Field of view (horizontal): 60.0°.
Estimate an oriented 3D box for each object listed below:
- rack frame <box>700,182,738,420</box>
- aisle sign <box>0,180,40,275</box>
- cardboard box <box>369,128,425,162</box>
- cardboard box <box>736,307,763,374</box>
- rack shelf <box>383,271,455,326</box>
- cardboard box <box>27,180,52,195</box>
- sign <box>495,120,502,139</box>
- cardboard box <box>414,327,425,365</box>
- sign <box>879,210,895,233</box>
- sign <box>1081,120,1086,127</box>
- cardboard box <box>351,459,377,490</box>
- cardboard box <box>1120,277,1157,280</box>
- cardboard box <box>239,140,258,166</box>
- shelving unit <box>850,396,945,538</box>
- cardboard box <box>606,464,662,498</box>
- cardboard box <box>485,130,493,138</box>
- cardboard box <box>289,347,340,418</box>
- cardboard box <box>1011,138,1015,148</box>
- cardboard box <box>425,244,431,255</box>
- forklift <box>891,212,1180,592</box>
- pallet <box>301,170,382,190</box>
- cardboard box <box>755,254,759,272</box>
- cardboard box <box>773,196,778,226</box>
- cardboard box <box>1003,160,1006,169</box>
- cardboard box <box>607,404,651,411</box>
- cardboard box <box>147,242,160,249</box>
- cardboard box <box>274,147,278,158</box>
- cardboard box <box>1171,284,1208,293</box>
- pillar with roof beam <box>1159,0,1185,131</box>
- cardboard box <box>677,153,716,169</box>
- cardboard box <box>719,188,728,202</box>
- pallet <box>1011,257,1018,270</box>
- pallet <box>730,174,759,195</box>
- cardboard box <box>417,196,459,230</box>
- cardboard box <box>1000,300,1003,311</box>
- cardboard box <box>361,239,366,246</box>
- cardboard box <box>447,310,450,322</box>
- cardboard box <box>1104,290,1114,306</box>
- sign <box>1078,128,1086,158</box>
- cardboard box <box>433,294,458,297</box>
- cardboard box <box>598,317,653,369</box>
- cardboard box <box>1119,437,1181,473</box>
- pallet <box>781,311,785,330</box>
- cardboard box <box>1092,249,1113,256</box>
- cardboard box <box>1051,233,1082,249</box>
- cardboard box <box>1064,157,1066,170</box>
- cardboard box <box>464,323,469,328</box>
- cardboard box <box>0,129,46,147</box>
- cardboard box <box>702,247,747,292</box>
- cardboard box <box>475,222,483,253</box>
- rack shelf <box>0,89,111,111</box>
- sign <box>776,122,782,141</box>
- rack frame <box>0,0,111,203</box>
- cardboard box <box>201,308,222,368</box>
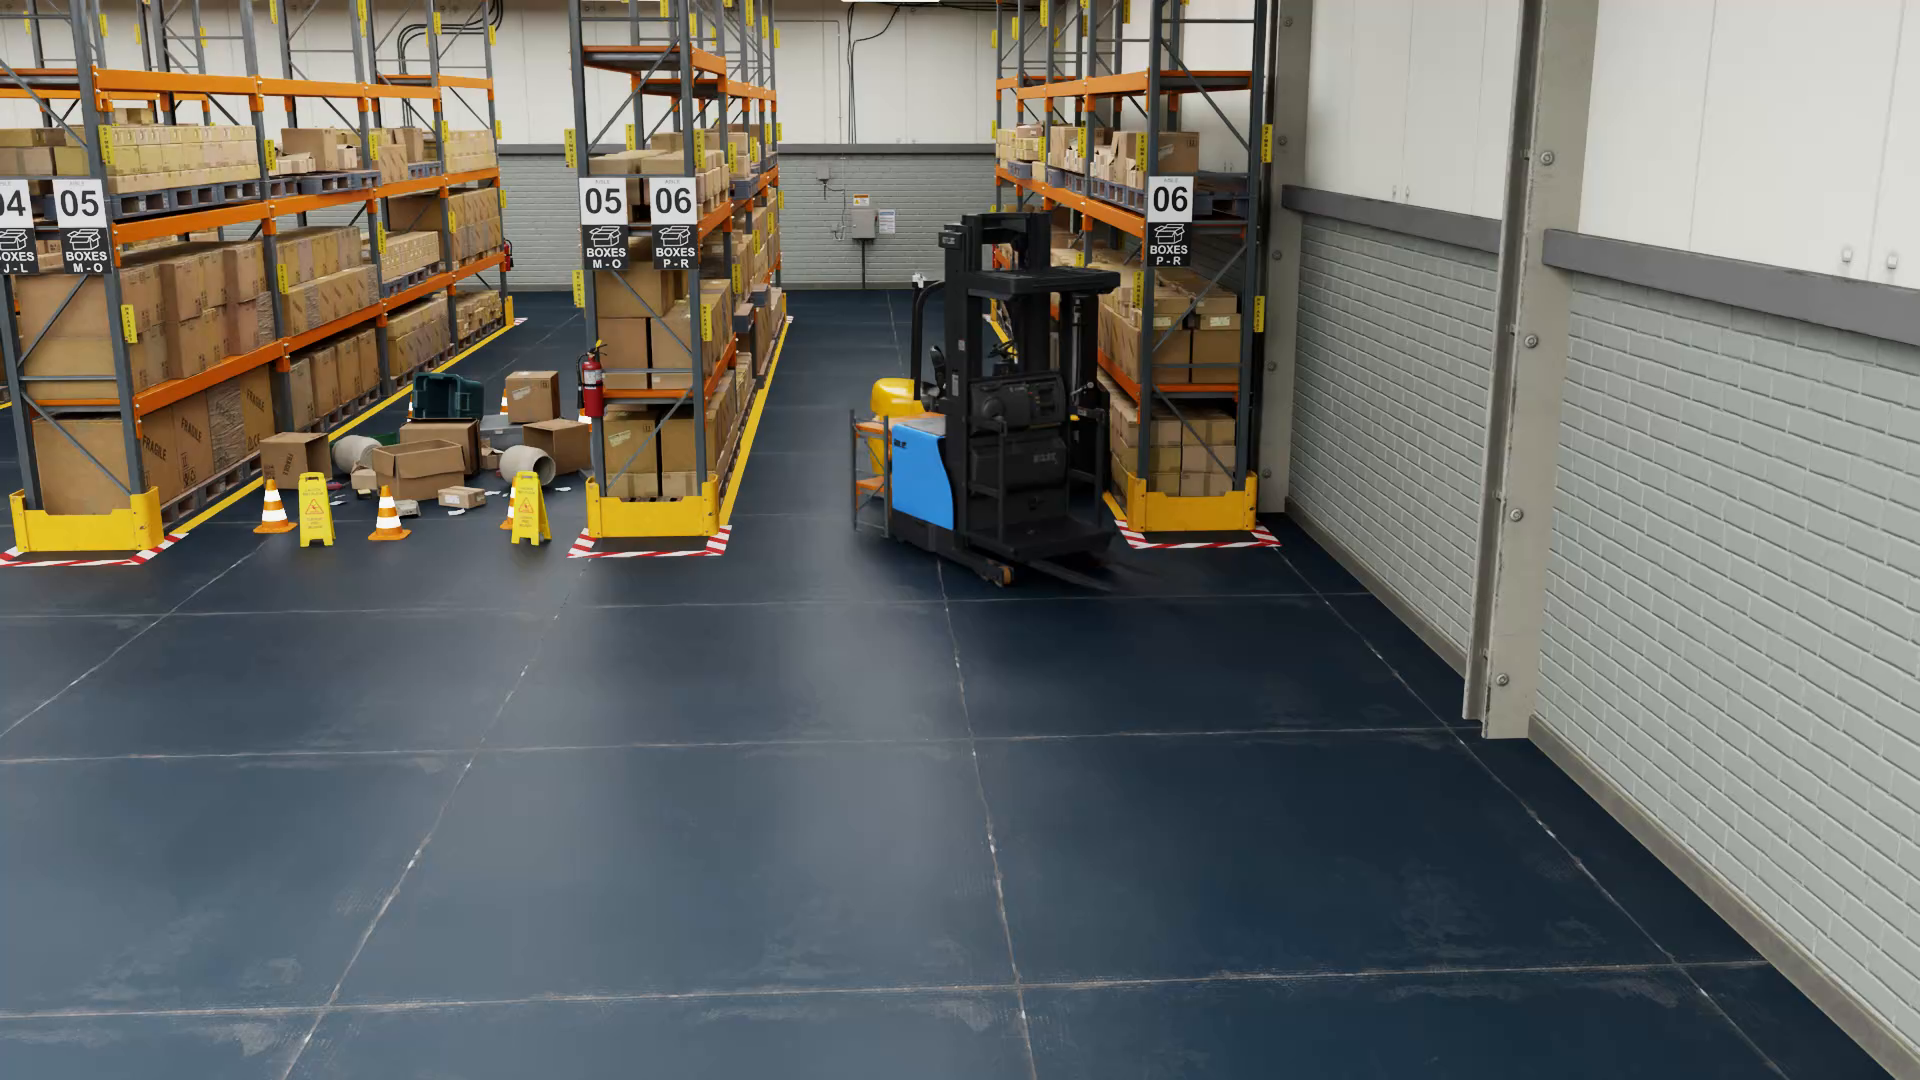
[{"bbox_3d":[-3.052,-2.501,18.727,1.000,3.000,0.127,-1,14,-3],"label":"rack frame"},{"bbox_3d":[-8.033,-2.641,14.055,0.394,0.787,0.004,-1,14,-3],"label":"aisle sign"},{"bbox_3d":[-8.568,-5.998,25.254,0.700,0.500,0.500,-1,14,-3],"label":"cardboard box"},{"bbox_3d":[-3.259,-2.843,23.478,0.875,0.875,0.875,-1,14,-4],"label":"cardboard box"},{"bbox_3d":[-8.358,-3.543,24.221,1.077,0.370,4.000,-1,14,-3],"label":"rack shelf"},{"bbox_3d":[-8.097,-3.065,14.360,0.380,0.149,0.250,-1,14,-4],"label":"cardboard box"},{"bbox_3d":[-8.174,-7.269,29.461,0.100,0.325,0.005,-1,14,-3],"label":"sign"},{"bbox_3d":[-8.094,-2.819,24.138,0.500,0.500,0.500,-1,14,-5],"label":"cardboard box"},{"bbox_3d":[-1.582,-6.897,36.002,0.329,0.494,0.001,-1,14,-3],"label":"sign"},{"bbox_3d":[1.960,-6.471,26.311,0.100,0.325,0.005,-1,14,-3],"label":"sign"},{"bbox_3d":[-6.041,-0.676,17.122,0.396,0.266,0.258,2,15,6],"label":"cardboard box"},{"bbox_3d":[1.818,-2.620,17.092,0.380,0.149,0.250,-1,14,-3],"label":"cardboard box"},{"bbox_3d":[-7.699,-4.057,17.415,0.500,0.250,0.500,-1,14,-4],"label":"cardboard box"},{"bbox_3d":[-0.461,-0.698,15.483,1.048,1.125,0.538,-14,20,-43],"label":"shelving unit"},{"bbox_3d":[-3.124,-0.581,15.939,0.500,0.250,0.500,-1,14,-4],"label":"cardboard box"},{"bbox_3d":[-8.415,-7.121,29.161,0.380,0.149,0.250,-1,14,-4],"label":"cardboard box"},{"bbox_3d":[-8.170,-1.906,20.088,1.050,0.750,0.750,-1,14,-3],"label":"cardboard box"},{"bbox_3d":[0.987,-6.214,26.002,0.380,0.149,0.250,0,14,-2],"label":"cardboard box"},{"bbox_3d":[-8.230,-4.392,25.140,0.380,0.149,0.250,0,14,-1],"label":"cardboard box"},{"bbox_3d":[0.606,-1.176,13.716,1.130,2.935,3.031,-9,17,-32],"label":"forklift"},{"bbox_3d":[-8.141,-4.596,21.229,1.213,0.211,1.003,0,14,-1],"label":"pallet"},{"bbox_3d":[-3.115,-3.924,23.554,0.500,0.250,0.500,-1,14,-2],"label":"cardboard box"},{"bbox_3d":[-3.466,-5.772,29.234,0.500,0.500,0.500,-1,14,-3],"label":"cardboard box"},{"bbox_3d":[0.945,-6.428,28.475,0.380,0.149,0.250,-1,14,-3],"label":"cardboard box"},{"bbox_3d":[-3.203,-1.341,16.086,0.380,0.149,0.250,0,14,-2],"label":"cardboard box"},{"bbox_3d":[-13.232,-4.654,26.798,0.500,0.250,0.500,-1,14,-4],"label":"cardboard box"},{"bbox_3d":[-8.314,-4.493,19.586,0.500,0.311,0.500,-1,14,-5],"label":"cardboard box"},{"bbox_3d":[2.288,-2.435,16.372,0.380,0.149,0.250,0,14,-2],"label":"cardboard box"},{"bbox_3d":[-1.662,-6.102,20.683,9.100,9.000,0.400,-1,14,-3],"label":"pillar with roof beam"},{"bbox_3d":[-2.623,-3.759,16.499,0.380,0.149,0.250,-1,14,-3],"label":"cardboard box"},{"bbox_3d":[-2.727,-3.758,18.097,0.380,0.149,0.250,-1,14,-3],"label":"cardboard box"},{"bbox_3d":[1.347,-4.275,26.006,1.003,0.211,1.213,-1,14,-3],"label":"pallet"},{"bbox_3d":[-3.051,-4.276,19.982,1.213,0.211,1.003,-1,14,-3],"label":"pallet"},{"bbox_3d":[-8.266,-5.182,26.342,0.500,0.500,0.500,-1,14,-2],"label":"cardboard box"},{"bbox_3d":[1.102,-4.404,30.289,0.797,0.503,0.637,-1,15,-6],"label":"cardboard box"},{"bbox_3d":[-8.815,-4.265,24.051,0.380,0.149,0.250,0,14,-2],"label":"cardboard box"},{"bbox_3d":[-8.296,-3.589,26.639,0.380,0.149,0.250,0,14,-1],"label":"cardboard box"},{"bbox_3d":[1.710,-2.539,17.372,0.380,0.149,0.250,-1,14,-5],"label":"cardboard box"},{"bbox_3d":[1.361,-4.423,18.509,0.100,0.325,0.005,-1,14,-3],"label":"sign"},{"bbox_3d":[-9.011,-4.228,29.123,0.380,0.149,0.250,-1,14,-4],"label":"cardboard box"},{"bbox_3d":[-3.112,-1.829,15.319,0.500,0.500,0.500,-1,14,-4],"label":"cardboard box"},{"bbox_3d":[1.808,-0.814,15.842,0.500,0.250,0.500,-1,14,-4],"label":"cardboard box"},{"bbox_3d":[-3.667,-3.937,29.905,1.003,0.211,1.213,-1,14,-3],"label":"pallet"},{"bbox_3d":[1.877,-3.858,22.499,0.380,0.149,0.250,0,14,-2],"label":"cardboard box"},{"bbox_3d":[1.369,-4.230,24.396,0.797,0.503,0.637,-1,14,-5],"label":"cardboard box"},{"bbox_3d":[1.483,-4.622,20.411,0.380,0.149,0.250,-1,14,-4],"label":"cardboard box"},{"bbox_3d":[-8.333,-3.497,27.476,0.380,0.149,0.250,-1,14,-5],"label":"cardboard box"},{"bbox_3d":[-8.098,-3.452,14.264,0.380,0.149,0.250,-1,14,-3],"label":"cardboard box"},{"bbox_3d":[-2.843,-3.266,20.058,0.500,0.500,0.500,-1,14,-4],"label":"cardboard box"},{"bbox_3d":[-8.356,-5.090,27.993,0.500,0.500,0.500,0,14,-1],"label":"cardboard box"},{"bbox_3d":[-13.314,-6.203,23.324,1.077,0.370,4.000,-1,14,-3],"label":"rack shelf"},{"bbox_3d":[-3.253,-7.333,29.871,0.100,0.325,0.005,-1,14,-3],"label":"sign"},{"bbox_3d":[-7.738,-4.310,13.718,1.000,3.000,0.127,-1,14,-3],"label":"rack frame"},{"bbox_3d":[-7.846,-1.978,16.392,0.875,0.550,0.500,-1,14,-3],"label":"cardboard box"}]
